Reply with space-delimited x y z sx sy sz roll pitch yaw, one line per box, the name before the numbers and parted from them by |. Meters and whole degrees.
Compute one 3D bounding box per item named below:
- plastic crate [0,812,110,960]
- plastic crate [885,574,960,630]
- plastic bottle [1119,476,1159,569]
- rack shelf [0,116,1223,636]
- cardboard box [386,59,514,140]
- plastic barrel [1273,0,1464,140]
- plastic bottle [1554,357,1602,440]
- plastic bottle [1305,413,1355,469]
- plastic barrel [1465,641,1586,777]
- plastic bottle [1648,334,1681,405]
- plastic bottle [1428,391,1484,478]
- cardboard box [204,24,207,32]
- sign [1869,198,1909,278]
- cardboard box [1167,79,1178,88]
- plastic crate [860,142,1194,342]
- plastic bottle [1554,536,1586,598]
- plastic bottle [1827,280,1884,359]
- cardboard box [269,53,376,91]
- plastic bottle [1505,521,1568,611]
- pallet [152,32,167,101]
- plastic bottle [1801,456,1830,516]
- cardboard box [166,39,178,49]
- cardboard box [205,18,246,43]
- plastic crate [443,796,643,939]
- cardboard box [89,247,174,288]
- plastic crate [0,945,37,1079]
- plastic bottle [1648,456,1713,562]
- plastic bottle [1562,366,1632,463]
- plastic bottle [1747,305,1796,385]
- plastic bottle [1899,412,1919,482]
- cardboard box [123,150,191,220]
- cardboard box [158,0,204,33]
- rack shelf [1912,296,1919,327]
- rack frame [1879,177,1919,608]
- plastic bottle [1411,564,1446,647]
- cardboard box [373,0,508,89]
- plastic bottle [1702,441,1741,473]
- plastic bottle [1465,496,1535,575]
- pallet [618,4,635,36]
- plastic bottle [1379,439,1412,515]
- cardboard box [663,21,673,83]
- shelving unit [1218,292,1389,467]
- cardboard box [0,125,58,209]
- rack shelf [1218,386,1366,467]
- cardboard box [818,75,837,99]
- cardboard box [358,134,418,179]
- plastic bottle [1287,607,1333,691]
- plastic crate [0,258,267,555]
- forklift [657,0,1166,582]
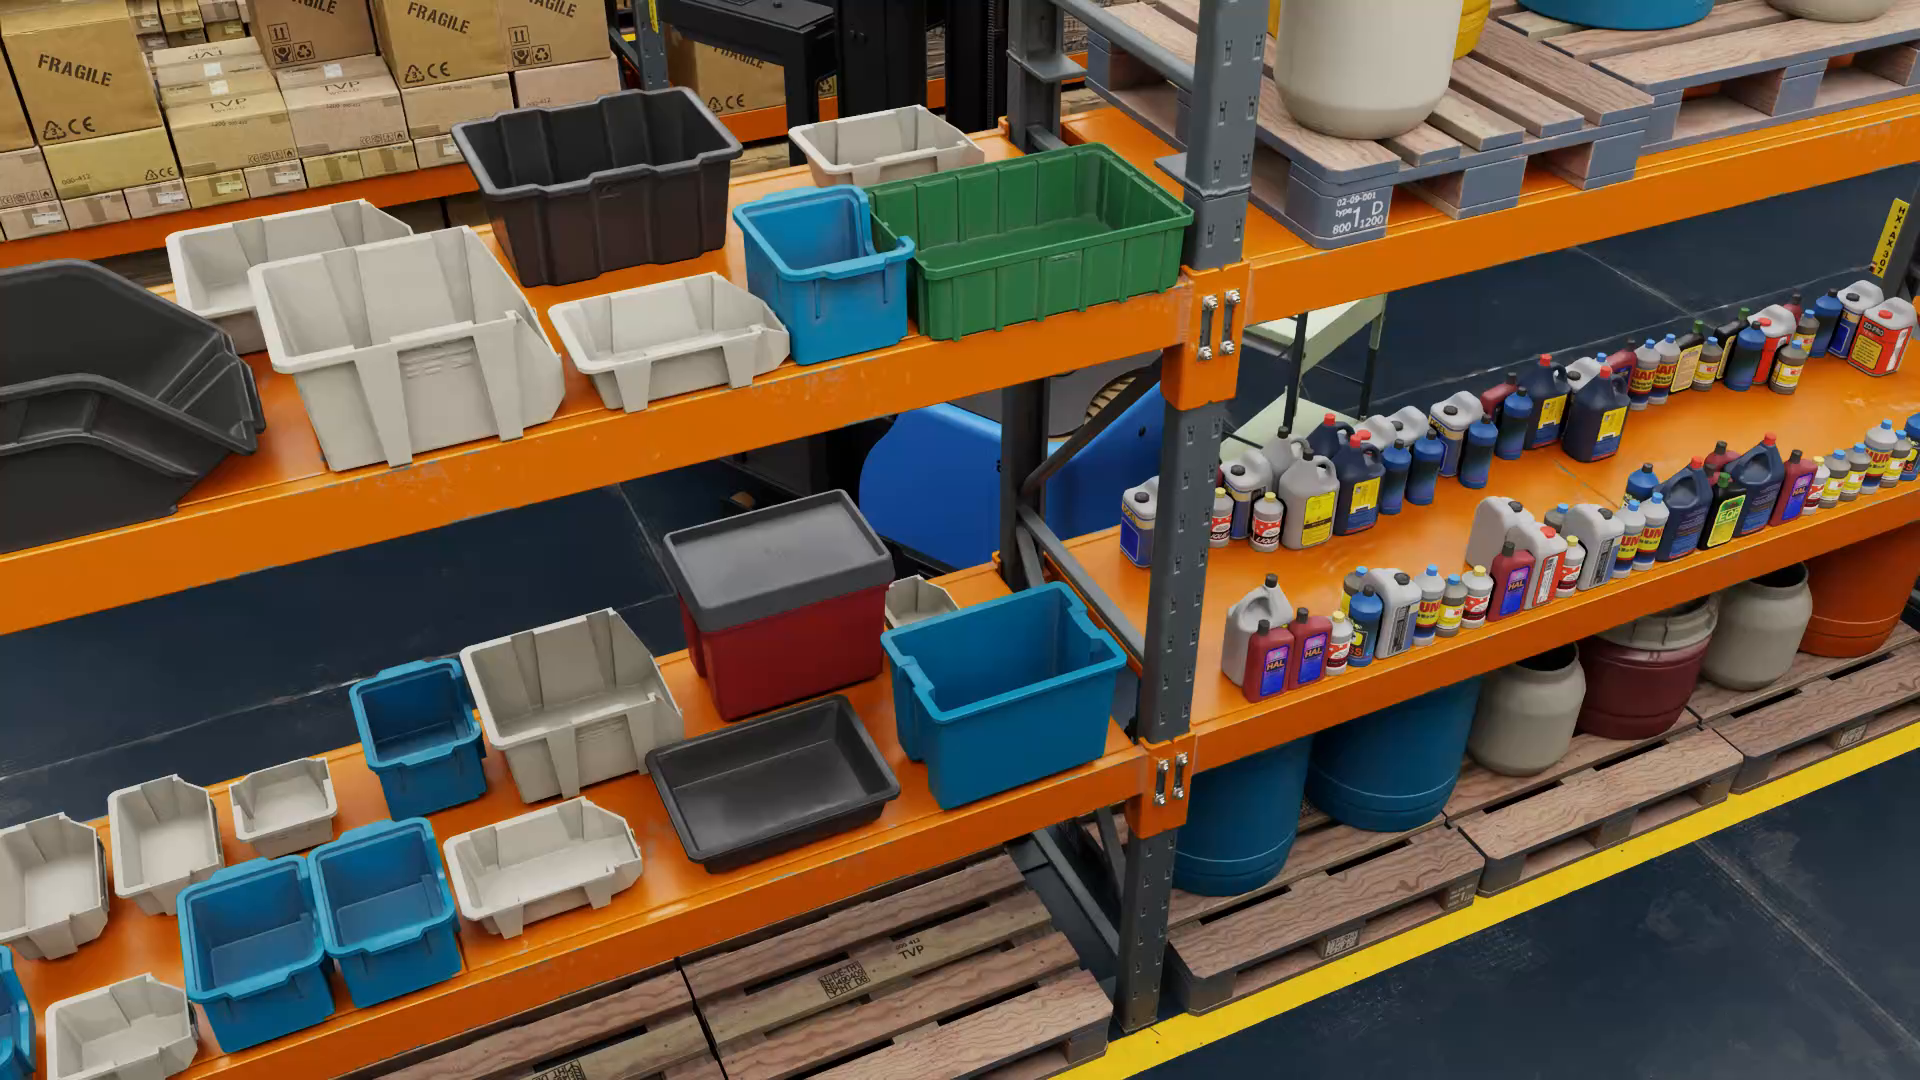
plastic crate | -2.298 0.883 4.213 0.243 0.136 0.396 -16 39 -20
plastic crate | -0.089 0.281 5.025 0.243 0.136 0.396 -16 39 -20
plastic bottle | 0.612 -0.066 5.425 0.135 0.276 0.152 -16 39 -20
rack shelf | -1.417 -0.251 3.657 4.000 0.370 1.077 -16 39 -20
cardboard box | -2.467 -2.187 8.056 0.500 0.250 0.500 -14 39 -19
plastic barrel | 0.976 -1.268 3.957 0.433 0.535 0.433 0 37 0
plastic bottle | 2.230 -0.518 6.035 0.135 0.276 0.152 -16 39 -20
plastic bottle | 1.253 -0.278 5.648 0.185 0.351 0.144 -16 39 -20
plastic barrel | 2.083 0.586 6.178 0.421 0.512 0.421 0 37 0
plastic bottle | 2.620 -0.644 6.208 0.097 0.271 0.097 0 37 0
plastic bottle | 1.731 -0.379 5.847 0.135 0.276 0.152 -16 39 -20
cardboard box | -5.556 -3.860 12.477 0.250 0.149 0.380 -15 39 -19
sign | 3.774 -1.215 6.733 0.005 0.325 0.100 -16 39 -20
cardboard box | 1.276 -2.677 10.273 0.875 0.875 1.225 -17 40 -22
plastic crate | 0.138 -0.691 3.824 0.662 0.188 0.450 -16 39 -20
plastic bottle | 1.929 0.077 5.295 0.097 0.201 0.097 0 37 0
plastic bottle | 3.485 -0.869 6.508 0.135 0.276 0.152 -16 39 -20
cardboard box | -3.167 -2.337 8.259 0.500 0.250 0.500 -15 39 -19
plastic bottle | 1.812 0.062 5.253 0.135 0.276 0.152 -16 39 -20
pallet | -5.426 -3.593 12.417 1.213 0.211 1.003 -16 39 -20
plastic bottle | 2.891 -0.192 5.657 0.097 0.201 0.097 0 37 0
cardboard box | -5.583 -3.499 11.990 0.250 0.149 0.380 -18 40 -22
cardboard box | -5.354 -3.765 12.100 0.250 0.149 0.380 -14 39 -18
plastic crate | -1.056 0.843 4.267 0.466 0.136 0.293 -16 39 -20
cardboard box | -3.963 -1.251 8.350 0.875 0.875 0.875 -16 39 -20
plastic crate | -2.269 1.162 3.755 0.300 0.233 0.416 -16 39 -20
plastic bottle | 2.345 -0.114 5.428 0.185 0.351 0.144 -16 39 -20
plastic bottle | 2.270 -0.462 5.896 0.185 0.351 0.144 -16 39 -20
plastic bottle | 3.066 -0.752 6.350 0.135 0.276 0.152 -16 39 -20
plastic bottle | 3.332 -0.343 5.803 0.097 0.271 0.097 0 37 0
cardboard box | -3.708 -1.638 7.652 0.250 0.149 0.380 -16 39 -20
cardboard box | -5.547 -3.757 11.838 0.250 0.149 0.380 -15 39 -19
rack shelf | 5.825 -1.072 7.281 4.000 0.370 1.077 -16 39 -20
rack frame | 4.014 -0.854 6.384 0.127 3.000 1.000 -16 39 -20
plastic bottle | 1.422 0.191 5.083 0.097 0.271 0.097 0 37 0
cardboard box | -2.469 -2.488 7.833 0.500 0.500 0.500 -15 39 -19
plastic bottle | 2.566 -0.217 5.622 0.133 0.283 0.061 -16 39 -20
plastic bottle | 1.747 -0.020 5.363 0.135 0.276 0.152 -16 39 -20
pallet | -3.023 -4.291 13.358 1.213 0.211 1.003 -16 39 -20
plastic bottle | 1.470 -0.222 5.639 0.097 0.271 0.097 0 37 0
cardboard box | -1.404 -2.819 8.948 0.500 0.500 0.500 -15 39 -20
shelving unit | 1.442 -0.583 7.278 0.431 1.500 0.755 26 44 31
cardboard box | -4.315 -1.671 7.361 0.500 0.250 0.500 -16 39 -20
rack shelf | 1.442 -0.322 7.472 0.431 0.370 0.720 26 44 31
cardboard box | -0.734 -2.662 8.738 0.500 0.500 0.500 -16 39 -20
cardboard box | -2.780 -1.897 8.001 0.250 0.149 0.380 -15 39 -19
plastic bottle | 1.027 0.308 4.914 0.133 0.283 0.061 -16 39 -20
plastic crate | -1.728 -0.248 3.100 0.767 0.338 0.504 -16 39 -20
forklift | -0.504 -1.397 7.173 3.031 2.935 1.130 24 43 28
